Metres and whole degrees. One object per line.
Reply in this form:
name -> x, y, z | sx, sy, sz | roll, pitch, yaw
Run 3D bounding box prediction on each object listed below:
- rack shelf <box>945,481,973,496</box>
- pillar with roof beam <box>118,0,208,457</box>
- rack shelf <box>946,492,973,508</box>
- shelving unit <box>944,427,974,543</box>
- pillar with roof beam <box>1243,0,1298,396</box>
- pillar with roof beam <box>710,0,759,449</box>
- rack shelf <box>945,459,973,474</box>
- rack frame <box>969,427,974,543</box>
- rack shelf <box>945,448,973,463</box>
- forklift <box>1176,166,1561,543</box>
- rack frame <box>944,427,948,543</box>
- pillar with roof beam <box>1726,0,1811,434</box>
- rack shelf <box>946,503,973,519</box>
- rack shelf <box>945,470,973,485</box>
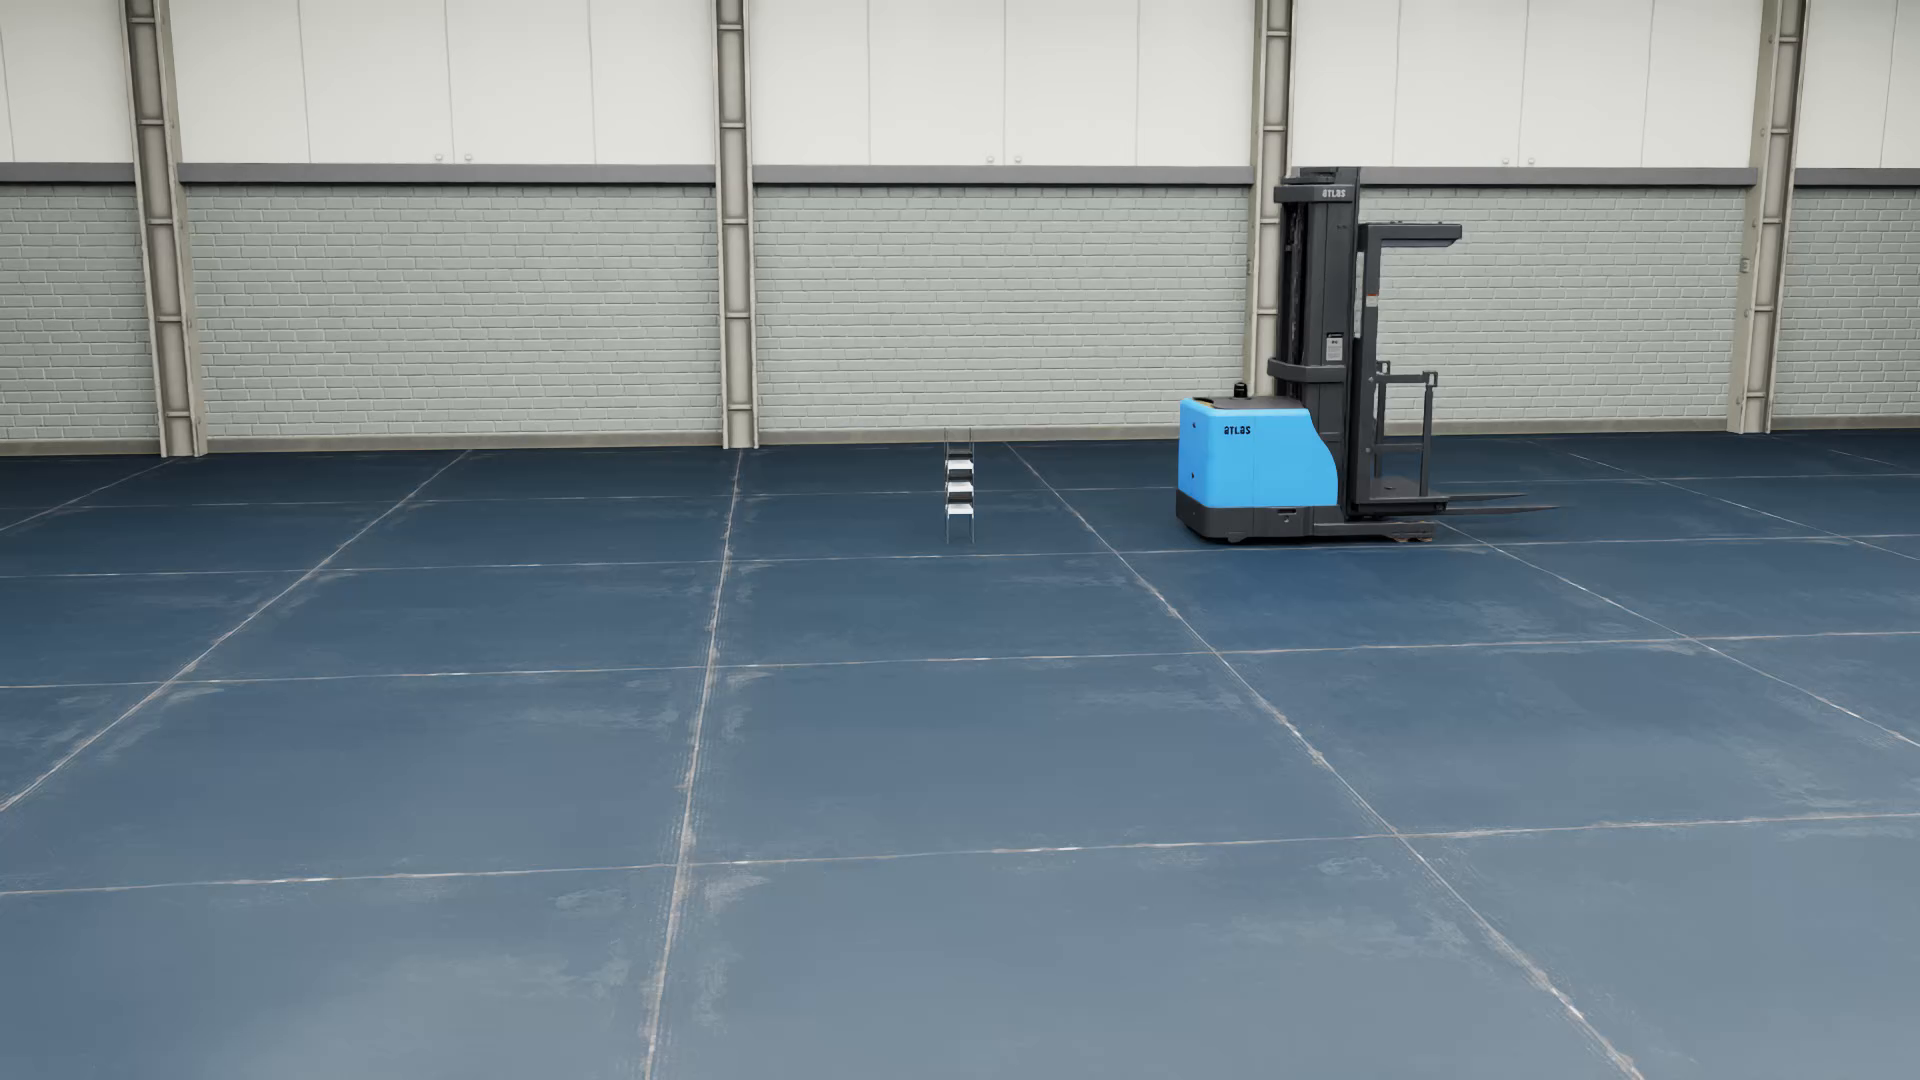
rack shelf -> -0.008, -0.409, 13.287 | 0.200, 0.077, 0.258 | -1, 11, -6
pillar with roof beam -> -7.963, -4.517, 13.014 | 0.400, 9.000, 9.100 | -1, 11, -6
rack shelf -> -0.008, -0.320, 13.304 | 0.200, 0.077, 0.258 | -1, 11, -6
shelving unit -> -0.008, -0.441, 13.280 | 0.210, 0.900, 0.258 | -1, 11, -6
pillar with roof beam -> 3.967, -4.767, 14.286 | 0.400, 9.000, 9.100 | -1, 11, -6
pillar with roof beam -> -1.998, -4.642, 13.650 | 0.400, 9.000, 9.100 | -1, 11, -6
rack shelf -> -0.008, -0.585, 13.252 | 0.200, 0.077, 0.258 | -1, 11, -6
rack frame -> 0.093, -0.443, 13.291 | 0.006, 0.900, 0.240 | -1, 11, -6
rack shelf -> -0.008, -0.674, 13.235 | 0.200, 0.077, 0.258 | -1, 11, -6
forklift -> 3.372, -1.518, 13.494 | 3.031, 2.935, 1.130 | -1, 11, -7
rack frame -> -0.109, -0.439, 13.270 | 0.006, 0.900, 0.240 | -1, 11, -6
pillar with roof beam -> 9.932, -4.892, 14.921 | 0.400, 9.000, 9.100 | -1, 11, -6
rack shelf -> -0.008, -0.232, 13.322 | 0.200, 0.077, 0.258 | -1, 11, -6
rack shelf -> -0.008, -0.497, 13.269 | 0.200, 0.077, 0.258 | -1, 11, -6
